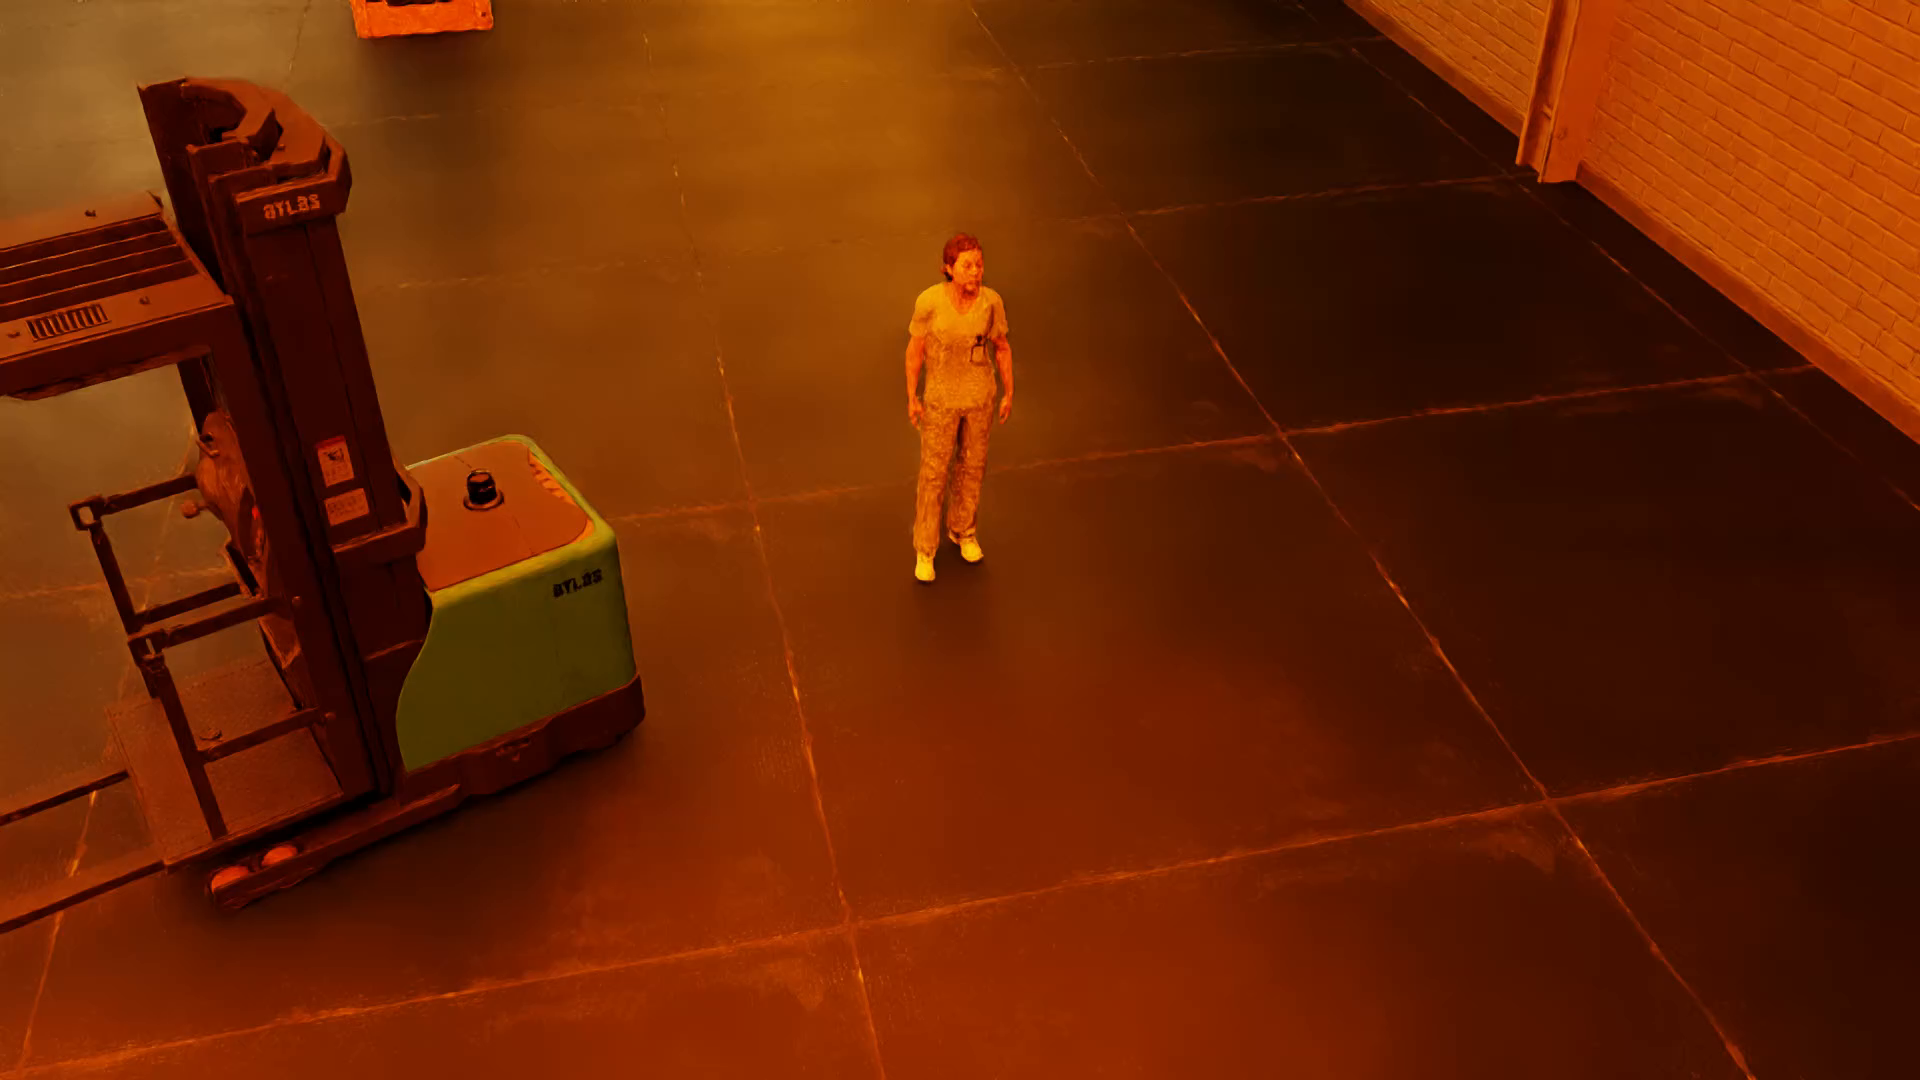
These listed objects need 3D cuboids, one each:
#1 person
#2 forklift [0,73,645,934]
[{"bbox_3d":[0.004,-0.642,8.005,0.550,1.674,0.548,-8,36,-11],"label":"person"},{"bbox_3d":[-2.899,-0.094,6.181,3.031,2.935,1.130,-22,41,-27],"label":"forklift"}]
